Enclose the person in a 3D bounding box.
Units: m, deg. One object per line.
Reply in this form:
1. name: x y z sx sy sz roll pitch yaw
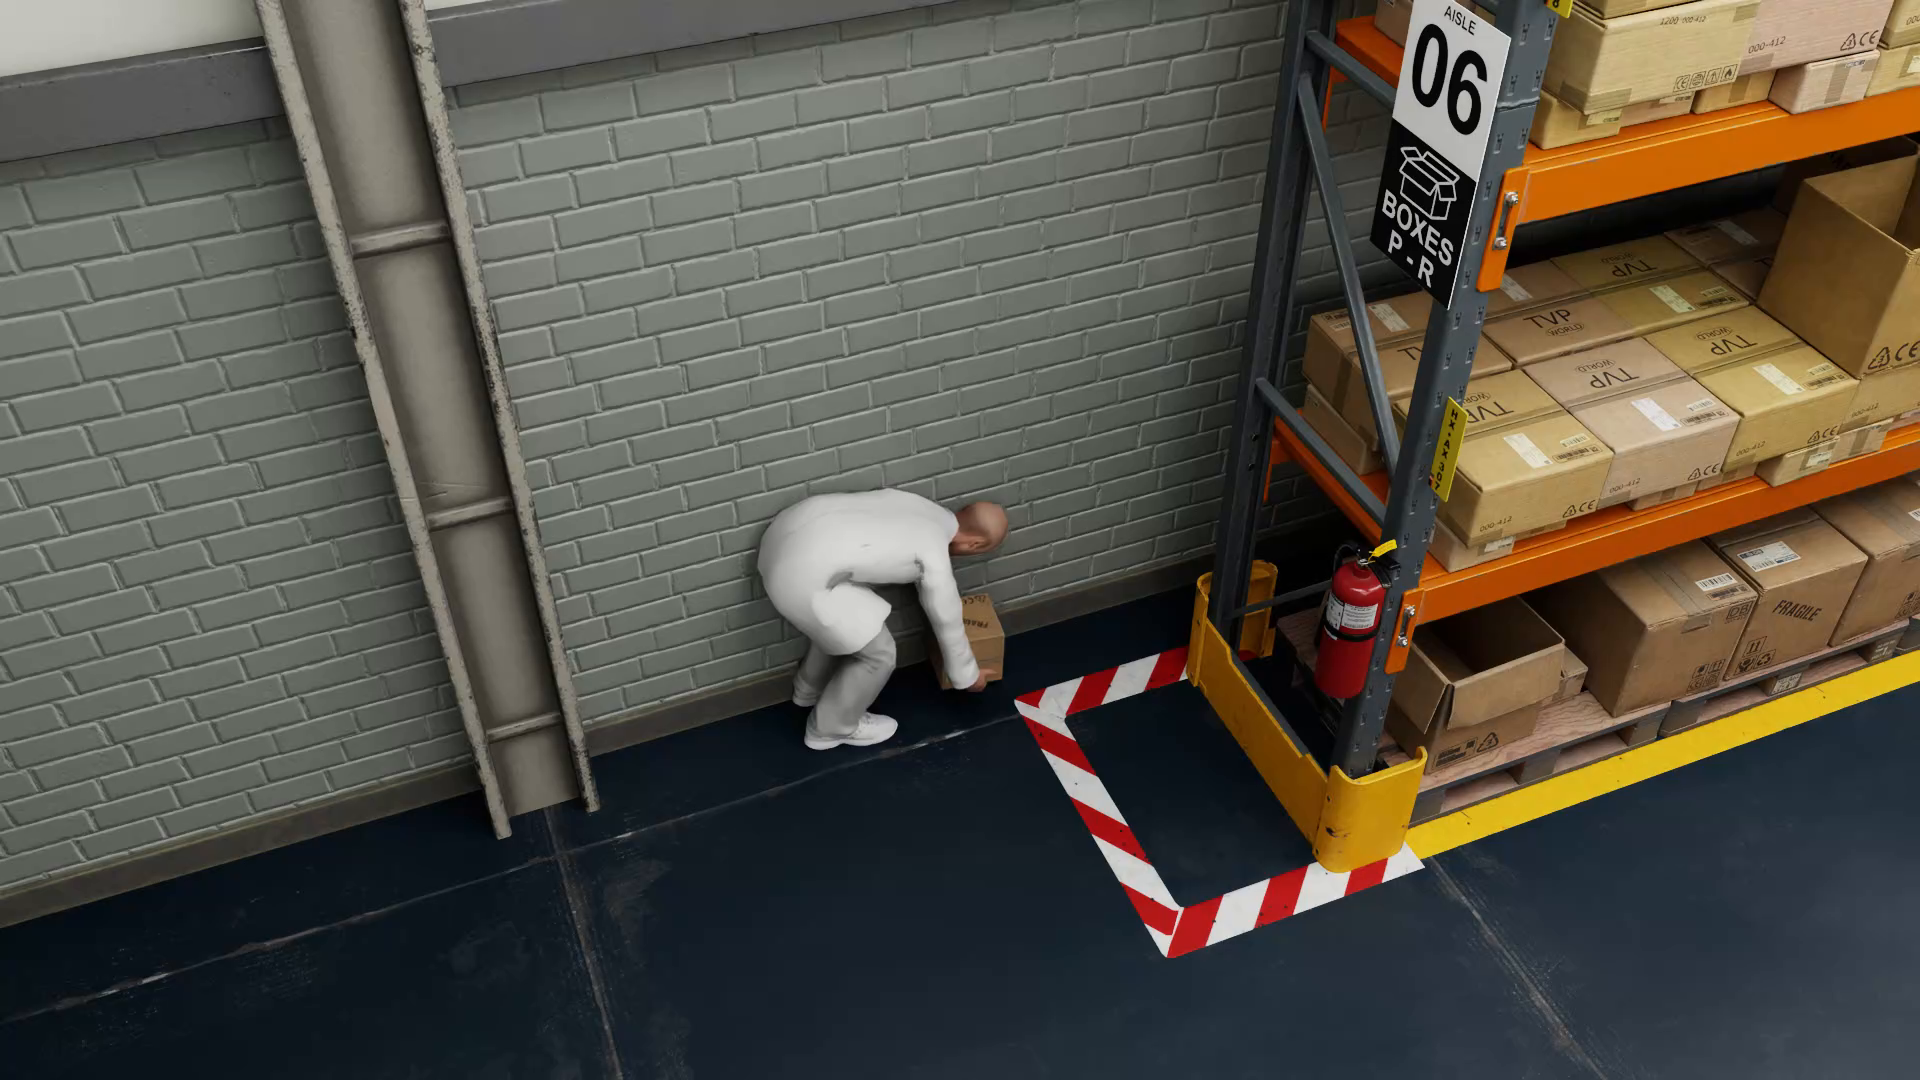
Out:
1. person: -0.282 0.256 6.400 0.949 1.089 0.578 -12 43 -14
